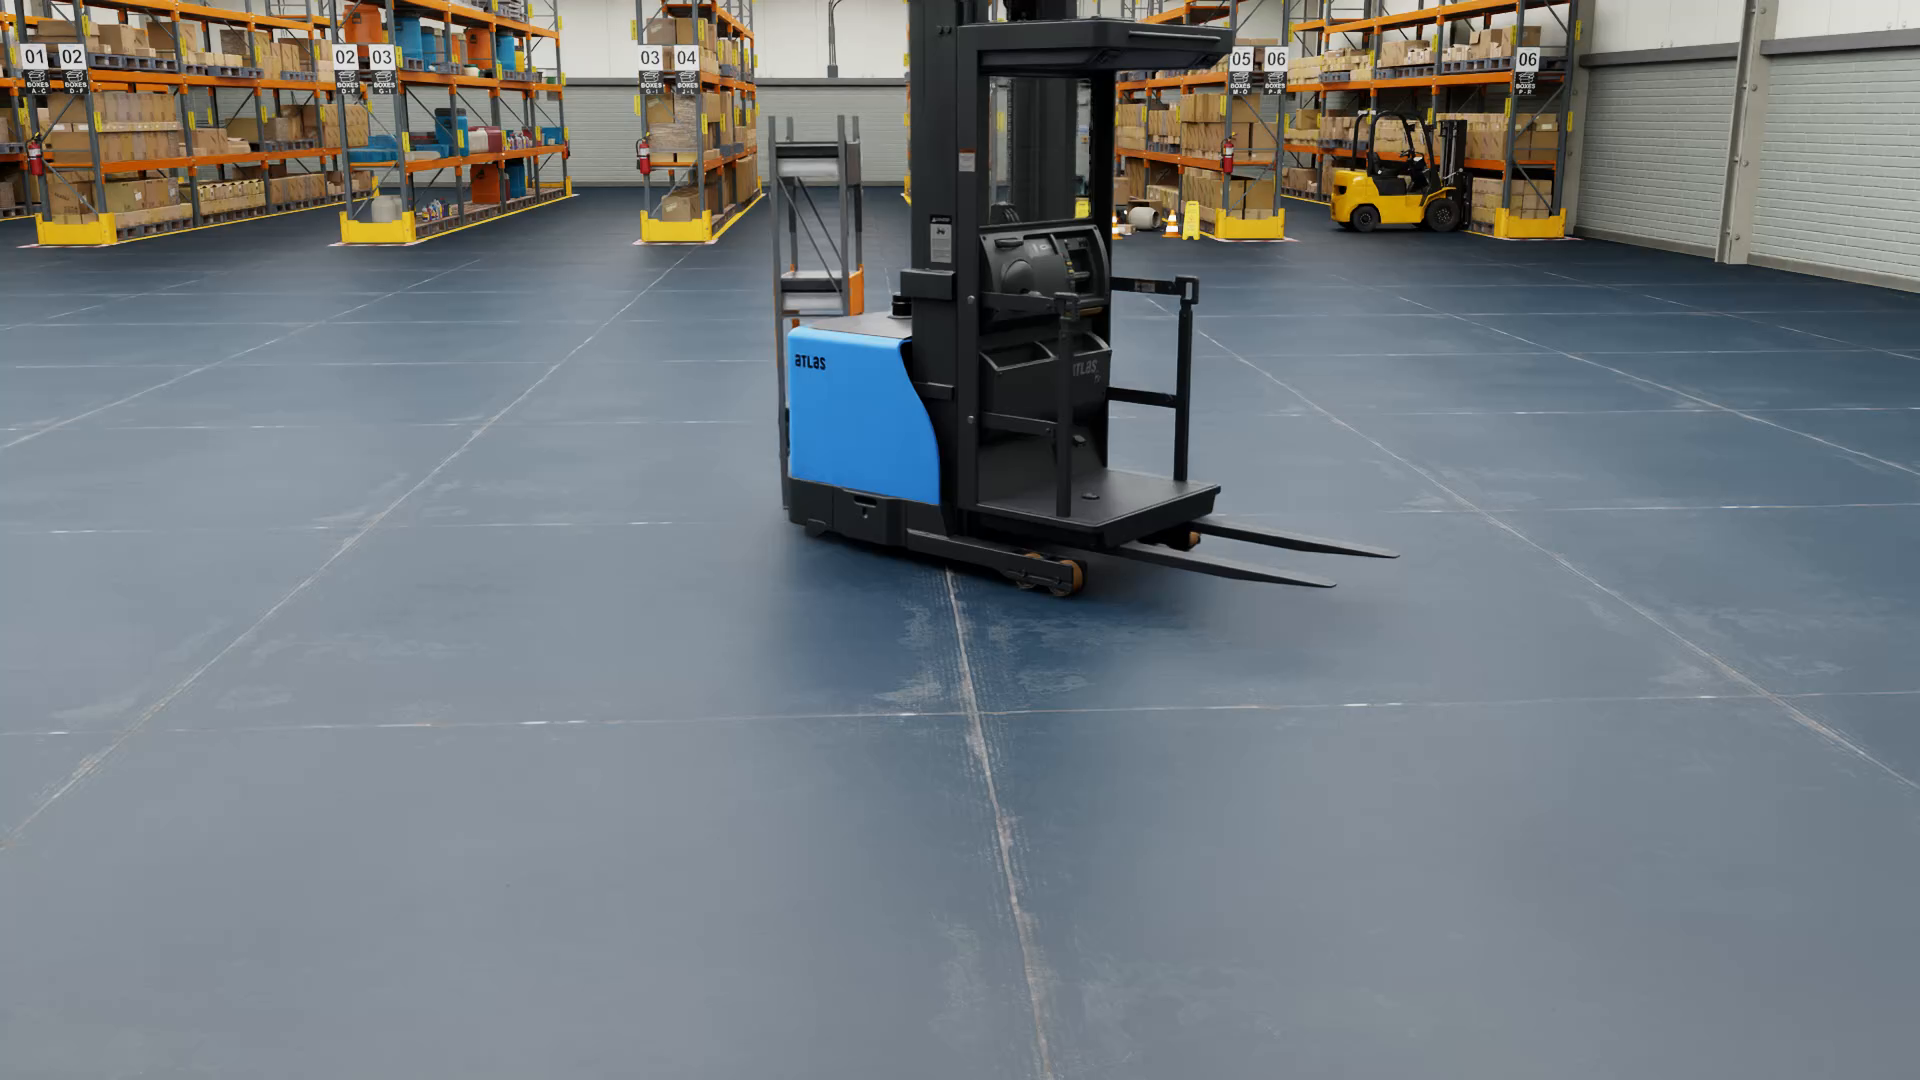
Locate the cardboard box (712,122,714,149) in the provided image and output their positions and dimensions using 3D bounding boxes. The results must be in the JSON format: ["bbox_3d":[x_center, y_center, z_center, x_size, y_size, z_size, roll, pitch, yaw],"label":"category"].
[{"bbox_3d":[-5.120,-7.637,31.391,0.875,0.500,0.500,-1,14,-3],"label":"cardboard box"}]

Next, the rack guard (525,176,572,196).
[{"bbox_3d":[-10.787,-9.261,43.515,1.175,0.500,0.348,-1,14,-3],"label":"rack guard"}]

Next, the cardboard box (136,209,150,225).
[{"bbox_3d":[-14.602,-5.668,29.210,0.500,0.250,0.500,-1,14,-3],"label":"cardboard box"}]

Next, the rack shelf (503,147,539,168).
[{"bbox_3d":[-10.401,-8.625,37.471,1.077,0.370,4.000,-1,14,-3],"label":"rack shelf"}]

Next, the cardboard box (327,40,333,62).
[{"bbox_3d":[-15.464,-11.751,39.953,0.700,0.500,0.500,-1,14,-3],"label":"cardboard box"}]

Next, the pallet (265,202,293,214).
[{"bbox_3d":[-15.230,-7.236,36.226,1.003,0.211,1.213,-1,14,-3],"label":"pallet"}]

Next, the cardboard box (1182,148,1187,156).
[{"bbox_3d":[4.504,-7.505,32.181,0.380,0.149,0.250,-1,14,-4],"label":"cardboard box"}]

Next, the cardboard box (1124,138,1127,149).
[{"bbox_3d":[4.122,-9.257,38.788,0.500,0.250,0.500,-1,14,-4],"label":"cardboard box"}]

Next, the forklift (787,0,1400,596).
[{"bbox_3d":[0.572,-1.312,7.745,3.031,2.935,1.130,11,18,38],"label":"forklift"}]

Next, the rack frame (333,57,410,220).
[{"bbox_3d":[-9.782,-6.486,27.716,1.000,3.000,0.127,-1,14,-3],"label":"rack frame"}]

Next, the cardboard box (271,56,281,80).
[{"bbox_3d":[-15.346,-10.265,36.184,0.910,0.500,0.500,-1,14,-3],"label":"cardboard box"}]

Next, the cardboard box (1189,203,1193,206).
[{"bbox_3d":[4.616,-6.299,31.662,0.500,0.250,0.500,0,14,0],"label":"cardboard box"}]

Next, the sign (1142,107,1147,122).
[{"bbox_3d":[4.003,-9.257,36.159,0.100,0.325,0.005,-1,14,-3],"label":"sign"}]

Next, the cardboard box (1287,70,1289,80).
[{"bbox_3d":[8.770,-12.182,43.537,0.500,0.250,0.500,-1,14,-4],"label":"cardboard box"}]

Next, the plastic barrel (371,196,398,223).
[{"bbox_3d":[-9.899,-5.647,28.605,0.421,0.512,0.421,0,14,0],"label":"plastic barrel"}]

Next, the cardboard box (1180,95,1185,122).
[{"bbox_3d":[4.616,-8.274,31.861,0.700,0.500,0.500,-1,14,-4],"label":"cardboard box"}]

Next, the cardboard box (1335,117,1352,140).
[{"bbox_3d":[9.151,-9.582,38.703,0.700,0.500,0.500,-1,14,-4],"label":"cardboard box"}]

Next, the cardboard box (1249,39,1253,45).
[{"bbox_3d":[5.203,-8.587,28.764,0.380,0.149,0.250,-1,14,-4],"label":"cardboard box"}]

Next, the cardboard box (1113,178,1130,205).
[{"bbox_3d":[3.030,-6.832,32.555,0.500,0.500,0.500,-1,14,-3],"label":"cardboard box"}]

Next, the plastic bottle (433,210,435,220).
[{"bbox_3d":[-9.617,-5.934,30.304,0.097,0.201,0.097,0,14,0],"label":"plastic bottle"}]

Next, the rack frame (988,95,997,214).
[{"bbox_3d":[0.118,-6.614,28.213,1.000,3.000,0.127,-1,14,-3],"label":"rack frame"}]

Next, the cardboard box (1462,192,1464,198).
[{"bbox_3d":[9.564,-6.401,31.055,0.500,0.250,0.500,-1,14,-4],"label":"cardboard box"}]

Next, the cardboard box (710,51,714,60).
[{"bbox_3d":[-4.708,-8.857,30.411,0.380,0.149,0.250,-1,14,-5],"label":"cardboard box"}]

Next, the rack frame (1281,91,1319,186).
[{"bbox_3d":[9.015,-10.772,44.374,1.000,3.000,0.127,-1,14,-3],"label":"rack frame"}]

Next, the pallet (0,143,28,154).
[{"bbox_3d":[-20.015,-8.054,34.195,1.213,0.211,1.003,-1,14,-3],"label":"pallet"}]

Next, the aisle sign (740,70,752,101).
[{"bbox_3d":[-5.535,-11.823,43.242,0.394,0.787,0.004,-1,14,-3],"label":"aisle sign"}]

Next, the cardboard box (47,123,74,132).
[{"bbox_3d":[-14.940,-6.865,27.687,0.380,0.149,0.250,-1,14,-4],"label":"cardboard box"}]

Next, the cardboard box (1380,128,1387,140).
[{"bbox_3d":[9.324,-8.714,35.670,0.500,0.250,0.500,0,14,-2],"label":"cardboard box"}]

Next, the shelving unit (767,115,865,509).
[{"bbox_3d":[-0.766,-1.248,9.137,0.431,2.100,0.503,1,14,5],"label":"shelving unit"}]

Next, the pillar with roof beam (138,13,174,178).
[{"bbox_3d":[-17.395,-13.942,44.655,9.100,9.000,0.400,-1,14,-3],"label":"pillar with roof beam"}]

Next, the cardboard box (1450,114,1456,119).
[{"bbox_3d":[9.527,-8.018,31.570,0.380,0.149,0.250,-1,14,-2],"label":"cardboard box"}]

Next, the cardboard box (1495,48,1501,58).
[{"bbox_3d":[9.652,-8.577,29.284,0.380,0.149,0.250,-1,14,-5],"label":"cardboard box"}]

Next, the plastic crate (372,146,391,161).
[{"bbox_3d":[-10.146,-6.696,28.828,0.499,0.251,0.408,-1,14,-3],"label":"plastic crate"}]

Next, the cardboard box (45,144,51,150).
[{"bbox_3d":[-20.057,-8.552,36.207,0.380,0.149,0.250,-1,14,-2],"label":"cardboard box"}]

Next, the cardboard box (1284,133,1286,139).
[{"bbox_3d":[8.774,-10.727,43.901,0.500,0.250,0.500,-1,14,-3],"label":"cardboard box"}]

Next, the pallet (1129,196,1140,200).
[{"bbox_3d":[4.511,-7.855,38.631,1.003,0.211,1.213,-1,14,-3],"label":"pallet"}]

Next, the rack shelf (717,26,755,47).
[{"bbox_3d":[-5.706,-12.408,40.937,1.077,0.370,4.000,-1,14,-3],"label":"rack shelf"}]

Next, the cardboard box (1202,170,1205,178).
[{"bbox_3d":[4.626,-6.678,30.331,0.380,0.149,0.250,0,14,-1],"label":"cardboard box"}]

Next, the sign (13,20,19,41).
[{"bbox_3d":[-15.268,-8.249,26.929,0.100,0.325,0.005,-1,14,-3],"label":"sign"}]

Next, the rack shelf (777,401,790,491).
[{"bbox_3d":[-0.758,-0.554,9.304,0.431,0.518,0.480,1,14,5],"label":"rack shelf"}]

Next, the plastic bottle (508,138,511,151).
[{"bbox_3d":[-10.019,-8.785,36.909,0.097,0.271,0.097,0,14,0],"label":"plastic bottle"}]

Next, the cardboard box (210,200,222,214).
[{"bbox_3d":[-14.782,-6.508,32.478,0.500,0.250,0.500,-1,14,-2],"label":"cardboard box"}]

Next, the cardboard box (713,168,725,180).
[{"bbox_3d":[-5.263,-7.752,35.263,0.500,0.250,0.500,0,14,-1],"label":"cardboard box"}]

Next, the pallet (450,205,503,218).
[{"bbox_3d":[-10.268,-6.932,35.045,1.003,0.211,1.213,-1,14,-3],"label":"pallet"}]

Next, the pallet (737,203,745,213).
[{"bbox_3d":[-5.308,-7.399,36.860,1.003,0.211,1.213,-1,14,-3],"label":"pallet"}]

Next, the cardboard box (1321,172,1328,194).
[{"bbox_3d":[9.068,-8.647,40.286,0.500,0.500,0.500,0,14,-1],"label":"cardboard box"}]

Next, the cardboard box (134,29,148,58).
[{"bbox_3d":[-15.206,-9.048,30.330,0.500,0.500,0.500,0,14,1],"label":"cardboard box"}]

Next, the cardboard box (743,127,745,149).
[{"bbox_3d":[-5.217,-9.230,38.180,0.500,0.500,0.500,-1,14,-4],"label":"cardboard box"}]

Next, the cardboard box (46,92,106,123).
[{"bbox_3d":[-14.745,-7.217,27.751,0.700,0.500,0.500,-1,14,-3],"label":"cardboard box"}]

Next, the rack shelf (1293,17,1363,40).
[{"bbox_3d":[9.139,-12.830,41.784,1.077,0.370,4.000,-1,14,-3],"label":"rack shelf"}]

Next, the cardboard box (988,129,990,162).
[{"bbox_3d":[0.050,-6.778,28.550,0.875,0.550,0.550,-1,14,-3],"label":"cardboard box"}]

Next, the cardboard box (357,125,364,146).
[{"bbox_3d":[-15.382,-10.202,41.957,0.500,0.500,0.500,-1,14,-3],"label":"cardboard box"}]

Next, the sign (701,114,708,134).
[{"bbox_3d":[-4.297,-6.990,27.938,0.100,0.325,0.005,-1,14,-3],"label":"sign"}]
